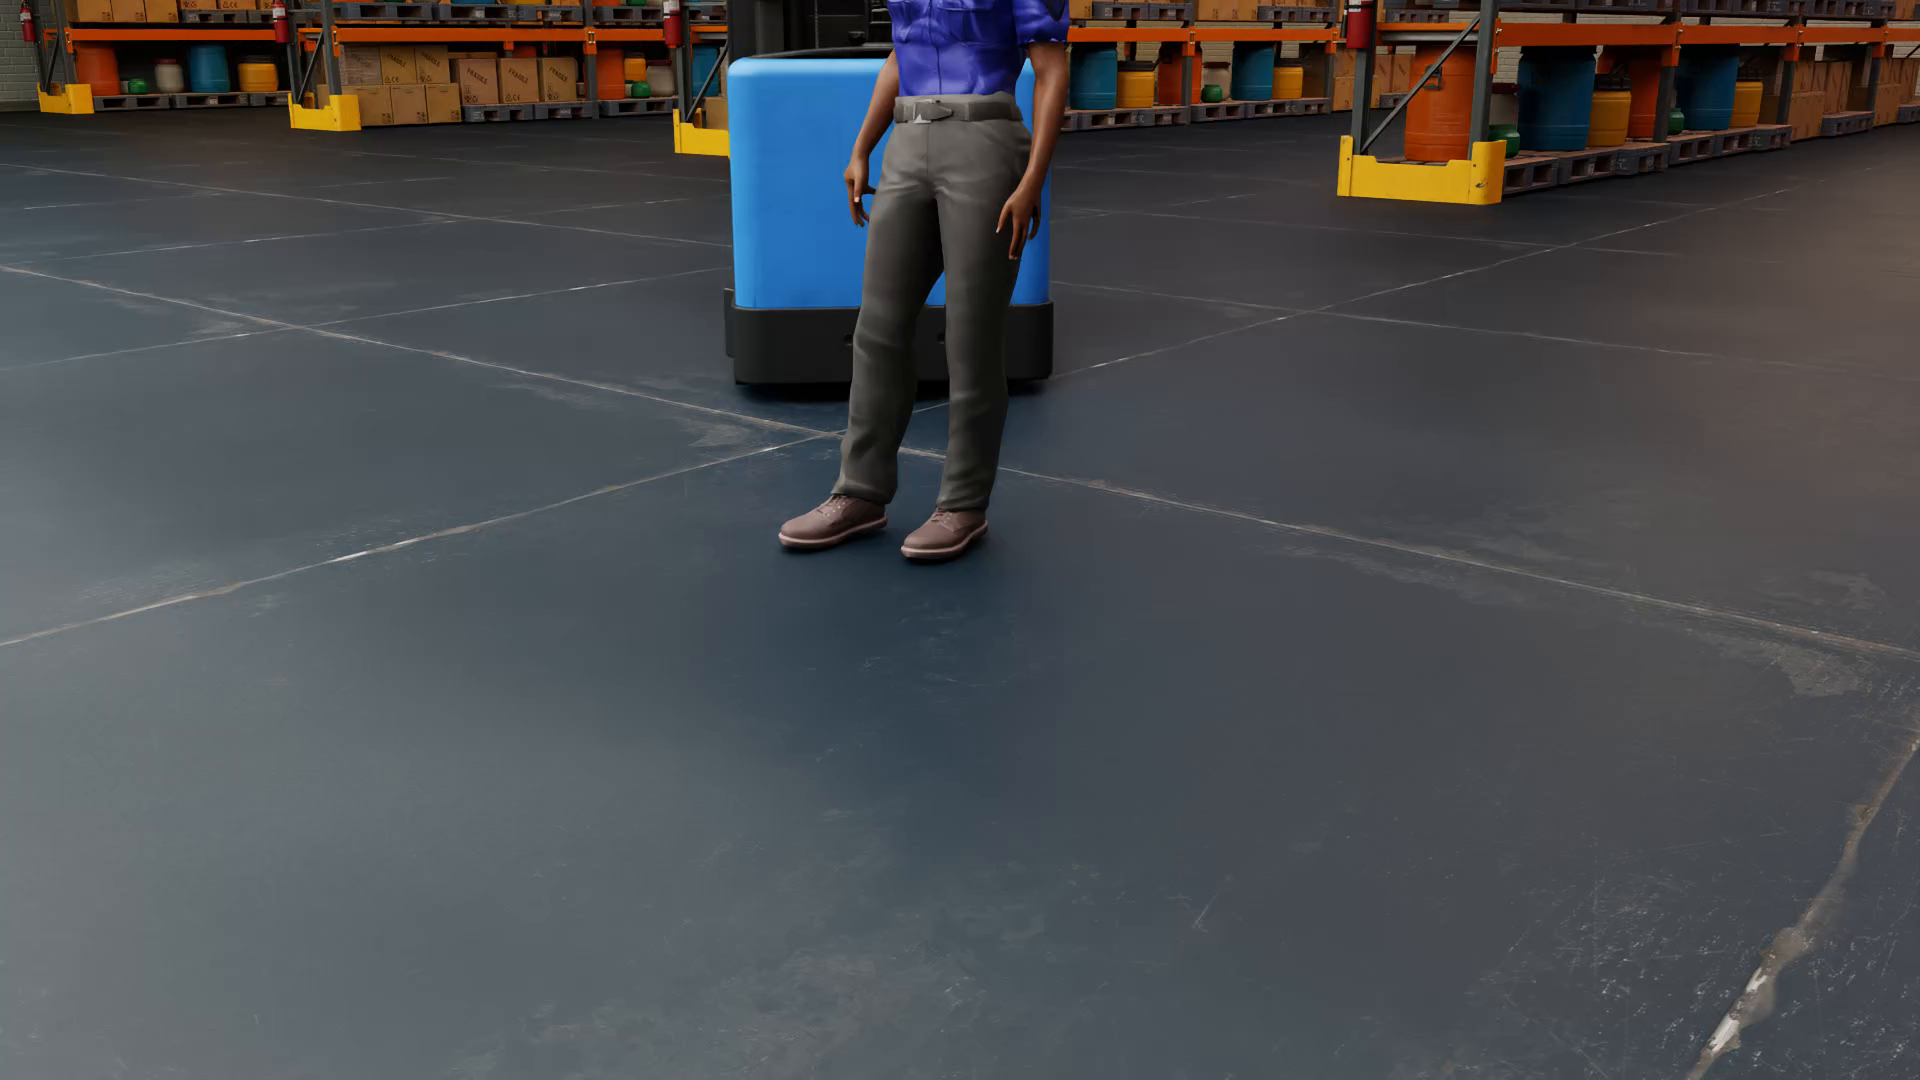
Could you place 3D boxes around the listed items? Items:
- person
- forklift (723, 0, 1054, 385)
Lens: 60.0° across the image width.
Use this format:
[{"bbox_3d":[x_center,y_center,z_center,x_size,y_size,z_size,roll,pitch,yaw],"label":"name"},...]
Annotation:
[{"bbox_3d":[-0.071,-0.783,3.647,0.569,1.655,0.504,13,21,37],"label":"person"},{"bbox_3d":[-0.357,-2.285,6.424,1.130,2.935,3.031,-2,17,-6],"label":"forklift"}]
